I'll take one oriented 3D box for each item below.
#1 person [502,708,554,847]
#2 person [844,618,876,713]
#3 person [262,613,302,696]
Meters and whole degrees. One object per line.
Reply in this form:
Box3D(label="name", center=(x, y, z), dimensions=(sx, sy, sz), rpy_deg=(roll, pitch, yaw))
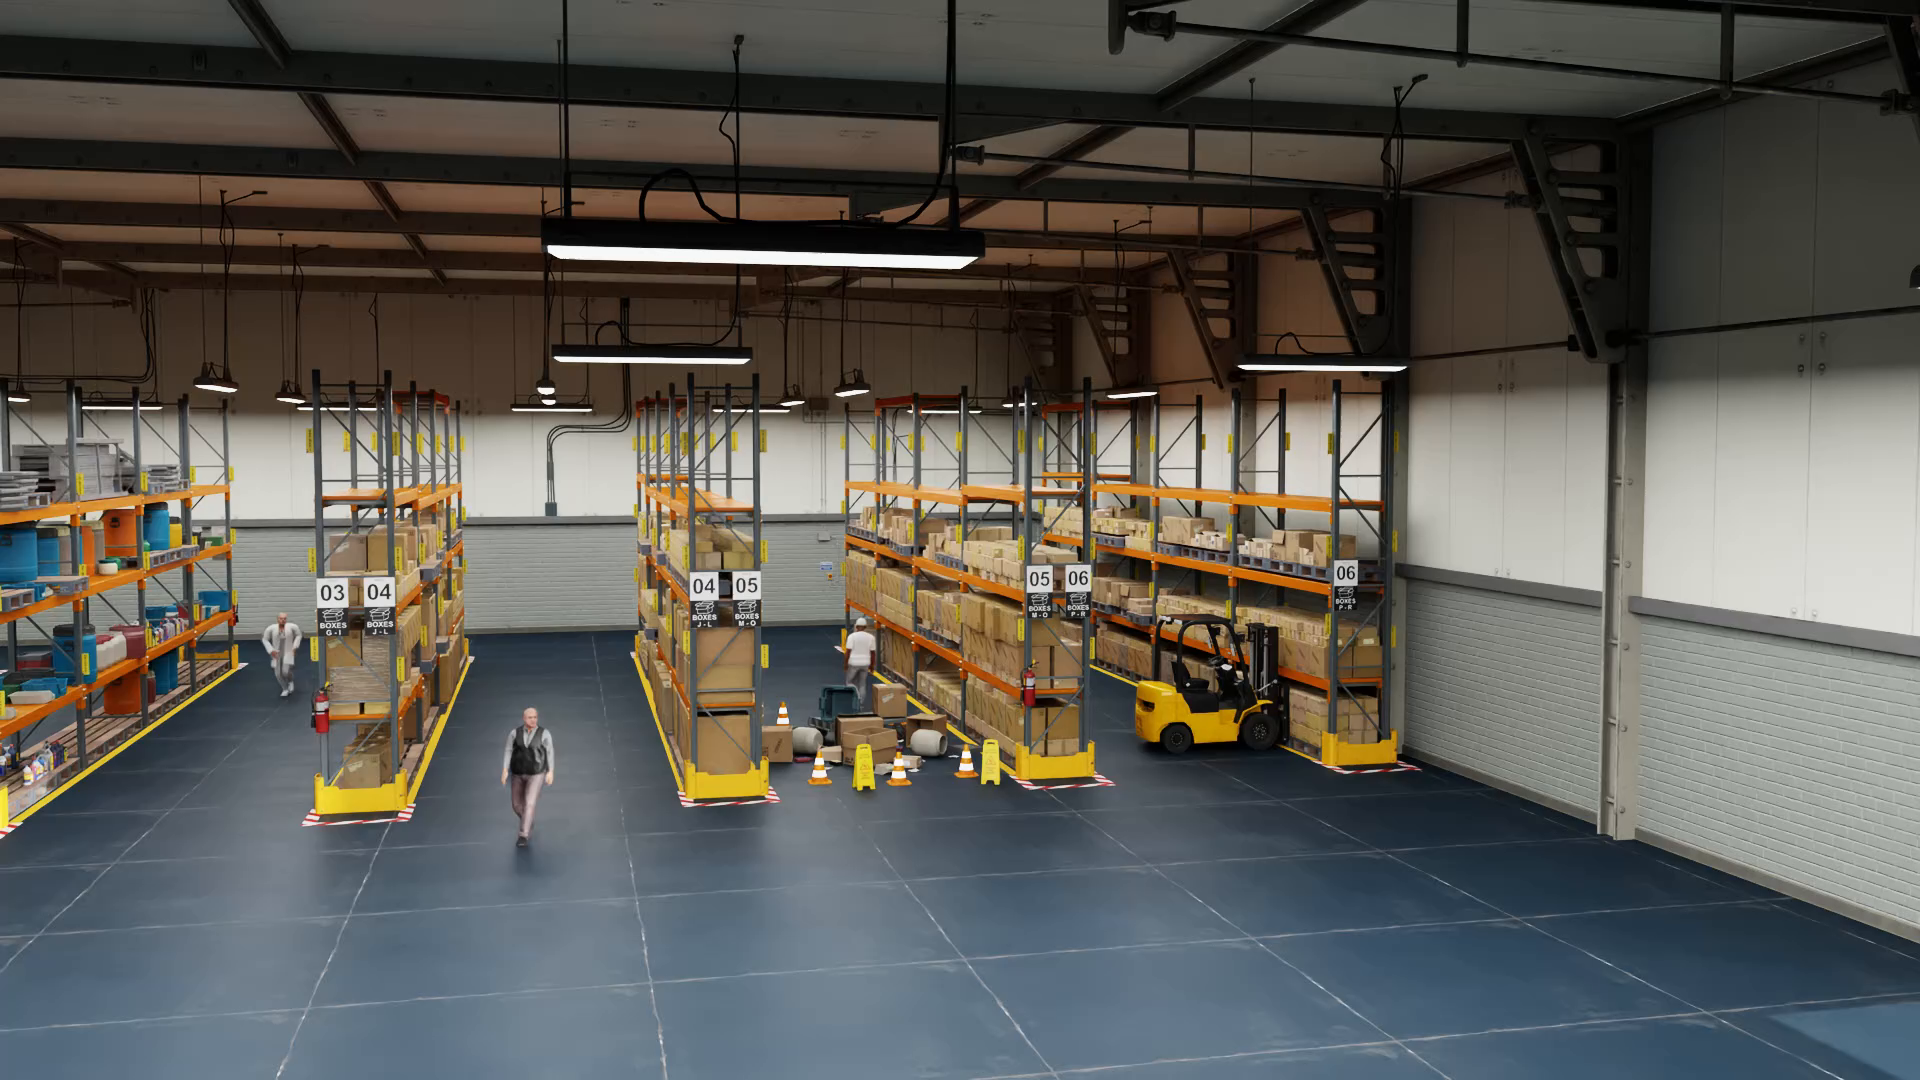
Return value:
Box3D(label="person", center=(-5.434, 2.956, 20.928), dimensions=(0.612, 1.685, 0.935), rpy_deg=(0, 3, -5))
Box3D(label="person", center=(-1.857, 2.328, 30.885), dimensions=(0.616, 1.761, 0.473), rpy_deg=(-1, 3, -18))
Box3D(label="person", center=(-13.438, 2.265, 32.986), dimensions=(0.674, 1.684, 0.670), rpy_deg=(0, 3, -6))
